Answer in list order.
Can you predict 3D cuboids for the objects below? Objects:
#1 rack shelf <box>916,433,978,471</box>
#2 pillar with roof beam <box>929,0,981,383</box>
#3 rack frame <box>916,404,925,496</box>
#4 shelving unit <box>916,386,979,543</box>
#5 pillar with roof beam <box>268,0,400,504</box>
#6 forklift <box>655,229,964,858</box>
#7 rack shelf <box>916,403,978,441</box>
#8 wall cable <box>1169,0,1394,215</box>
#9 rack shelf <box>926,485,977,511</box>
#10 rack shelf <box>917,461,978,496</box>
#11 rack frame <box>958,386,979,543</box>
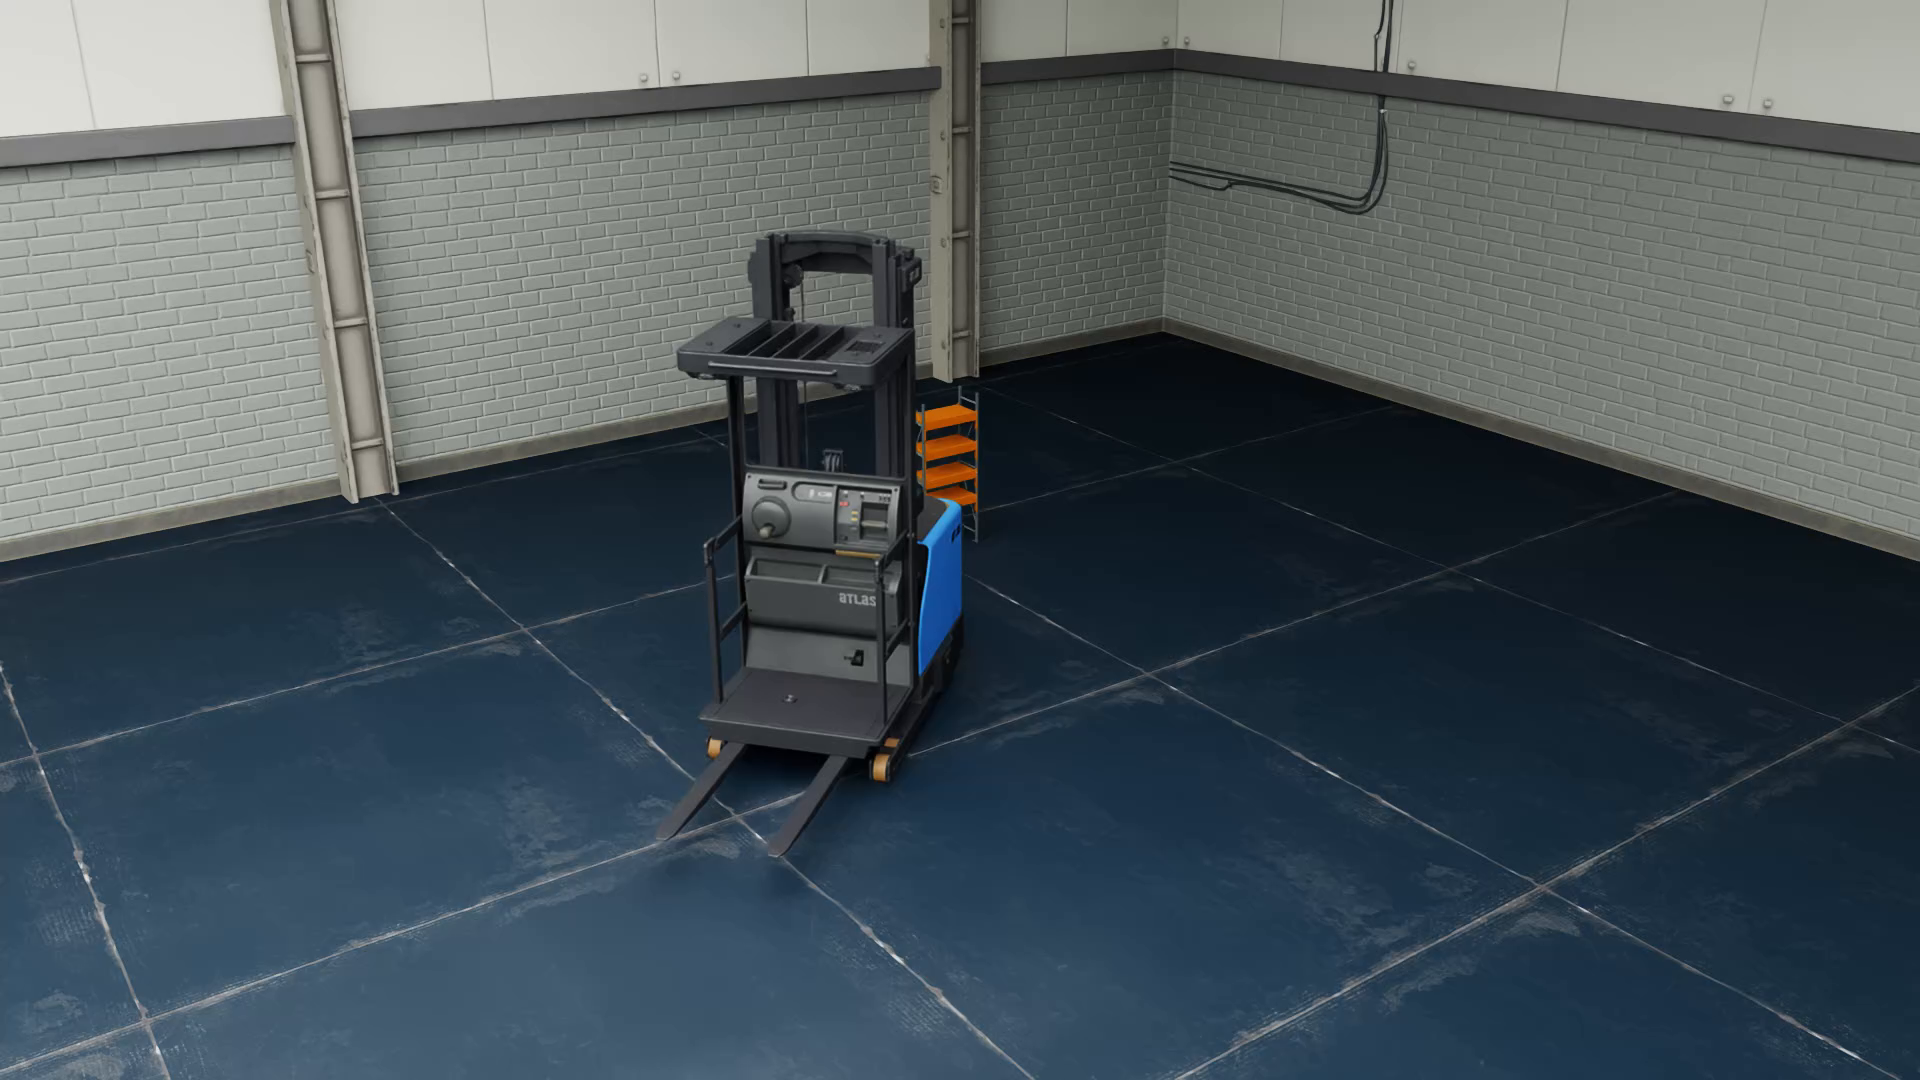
[{"bbox_3d":[-0.134,-0.667,12.526,0.480,0.148,0.258,-15,26,-33],"label":"rack shelf"},{"bbox_3d":[2.468,-4.570,12.207,0.400,9.000,9.100,-15,26,-33],"label":"pillar with roof beam"},{"bbox_3d":[-0.332,-0.469,12.452,0.015,1.200,0.240,-15,26,-33],"label":"rack frame"},{"bbox_3d":[-0.134,-0.521,12.584,0.503,1.200,0.258,-15,26,-33],"label":"shelving unit"},{"bbox_3d":[-2.402,-3.271,8.952,0.400,9.000,9.100,-15,26,-33],"label":"pillar with roof beam"},{"bbox_3d":[-0.846,-0.142,9.297,1.130,2.935,3.031,6,22,14],"label":"forklift"},{"bbox_3d":[-0.134,-0.886,12.439,0.480,0.148,0.258,-15,26,-33],"label":"rack shelf"},{"bbox_3d":[3.117,-4.663,16.629,0.112,2.526,3.097,-15,26,-33],"label":"wall cable"},{"bbox_3d":[-0.134,-0.275,12.683,0.480,0.148,0.258,-15,26,-33],"label":"rack shelf"},{"bbox_3d":[-0.134,-0.459,12.609,0.480,0.148,0.258,-15,26,-33],"label":"rack shelf"},{"bbox_3d":[0.064,-0.574,12.717,0.015,1.200,0.240,-15,26,-33],"label":"rack frame"}]
